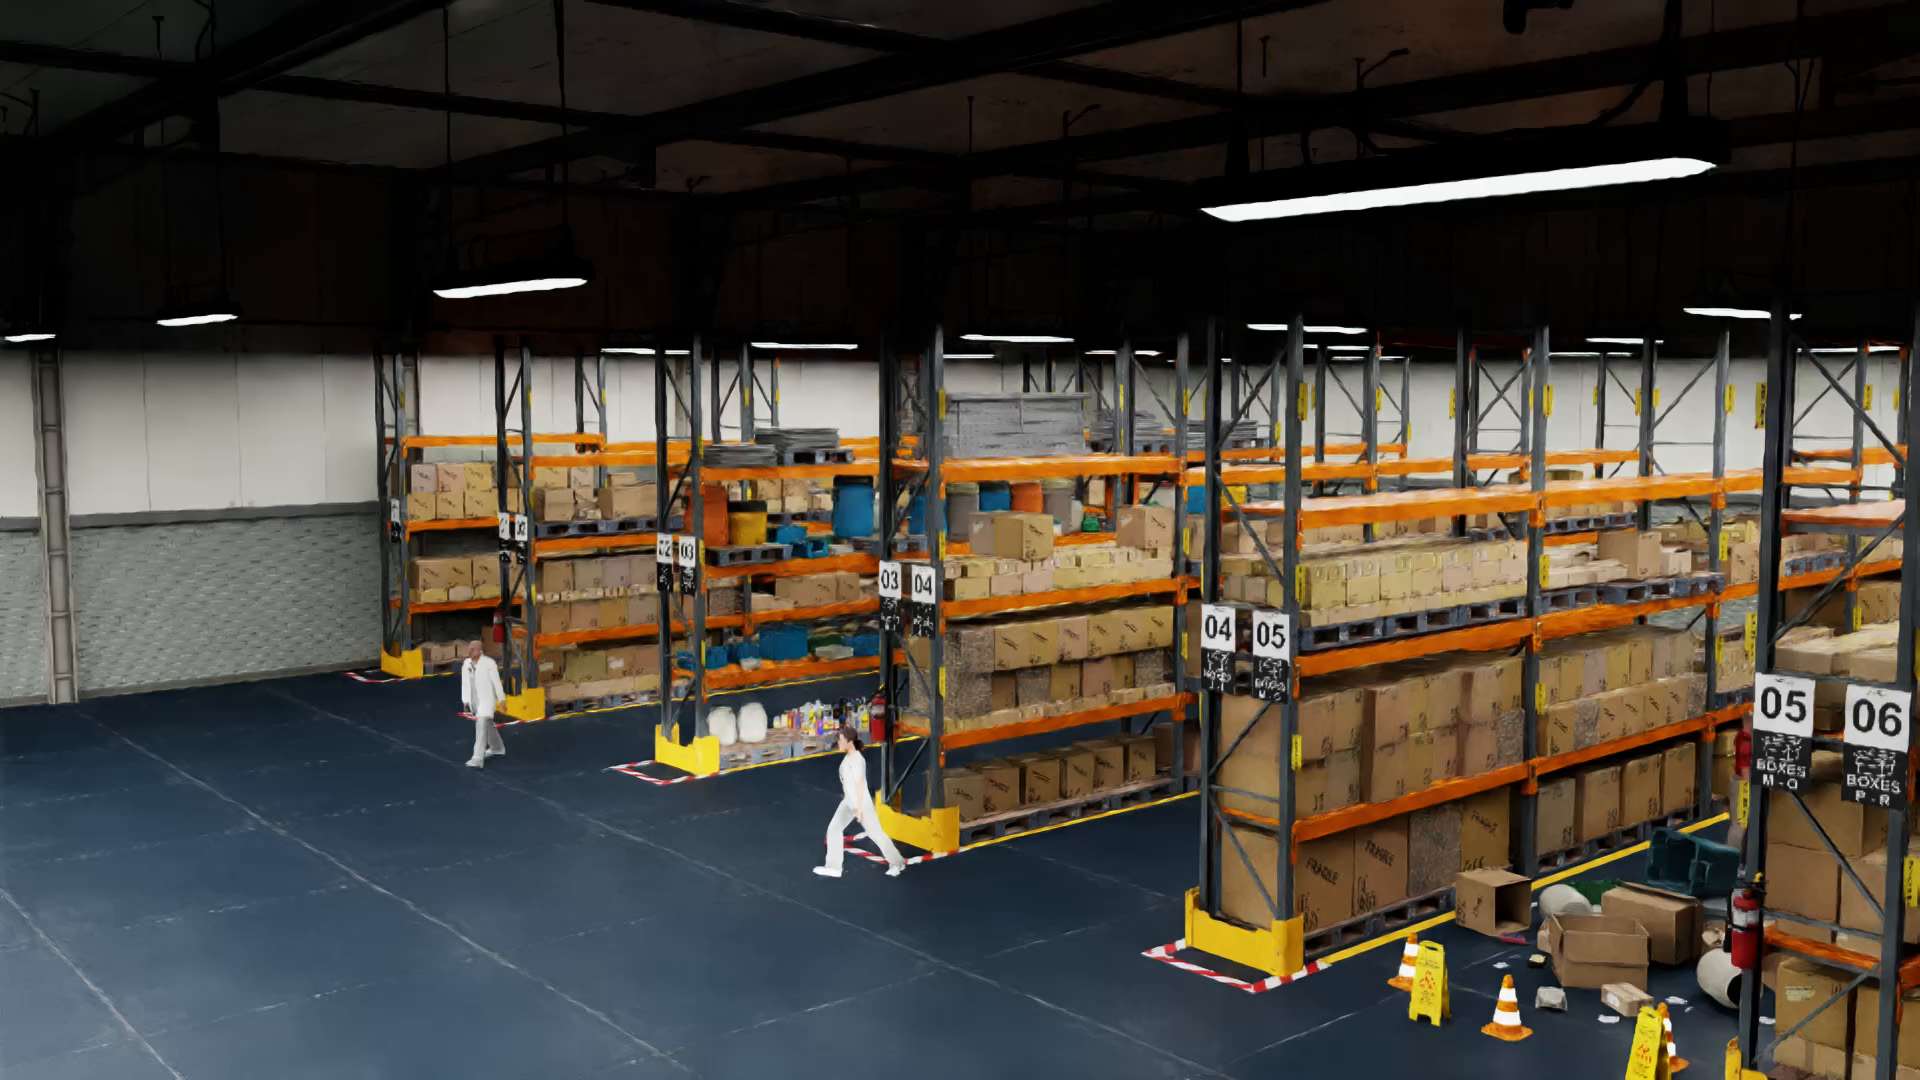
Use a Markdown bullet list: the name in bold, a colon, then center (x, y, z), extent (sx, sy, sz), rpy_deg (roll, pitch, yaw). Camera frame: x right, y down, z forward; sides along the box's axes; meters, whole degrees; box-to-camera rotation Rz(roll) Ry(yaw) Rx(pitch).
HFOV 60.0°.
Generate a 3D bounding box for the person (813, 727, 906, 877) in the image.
- **person**: center (-1.051, 2.766, 17.539), extent (0.955, 1.610, 0.494), rpy_deg (-2, 6, -19)

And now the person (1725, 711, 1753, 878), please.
- **person**: center (8.411, 2.679, 17.689), extent (0.476, 1.738, 0.626), rpy_deg (2, 6, 24)

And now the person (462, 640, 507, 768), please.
- **person**: center (-6.599, 2.223, 22.884), extent (0.634, 1.735, 1.031), rpy_deg (3, 6, 26)
